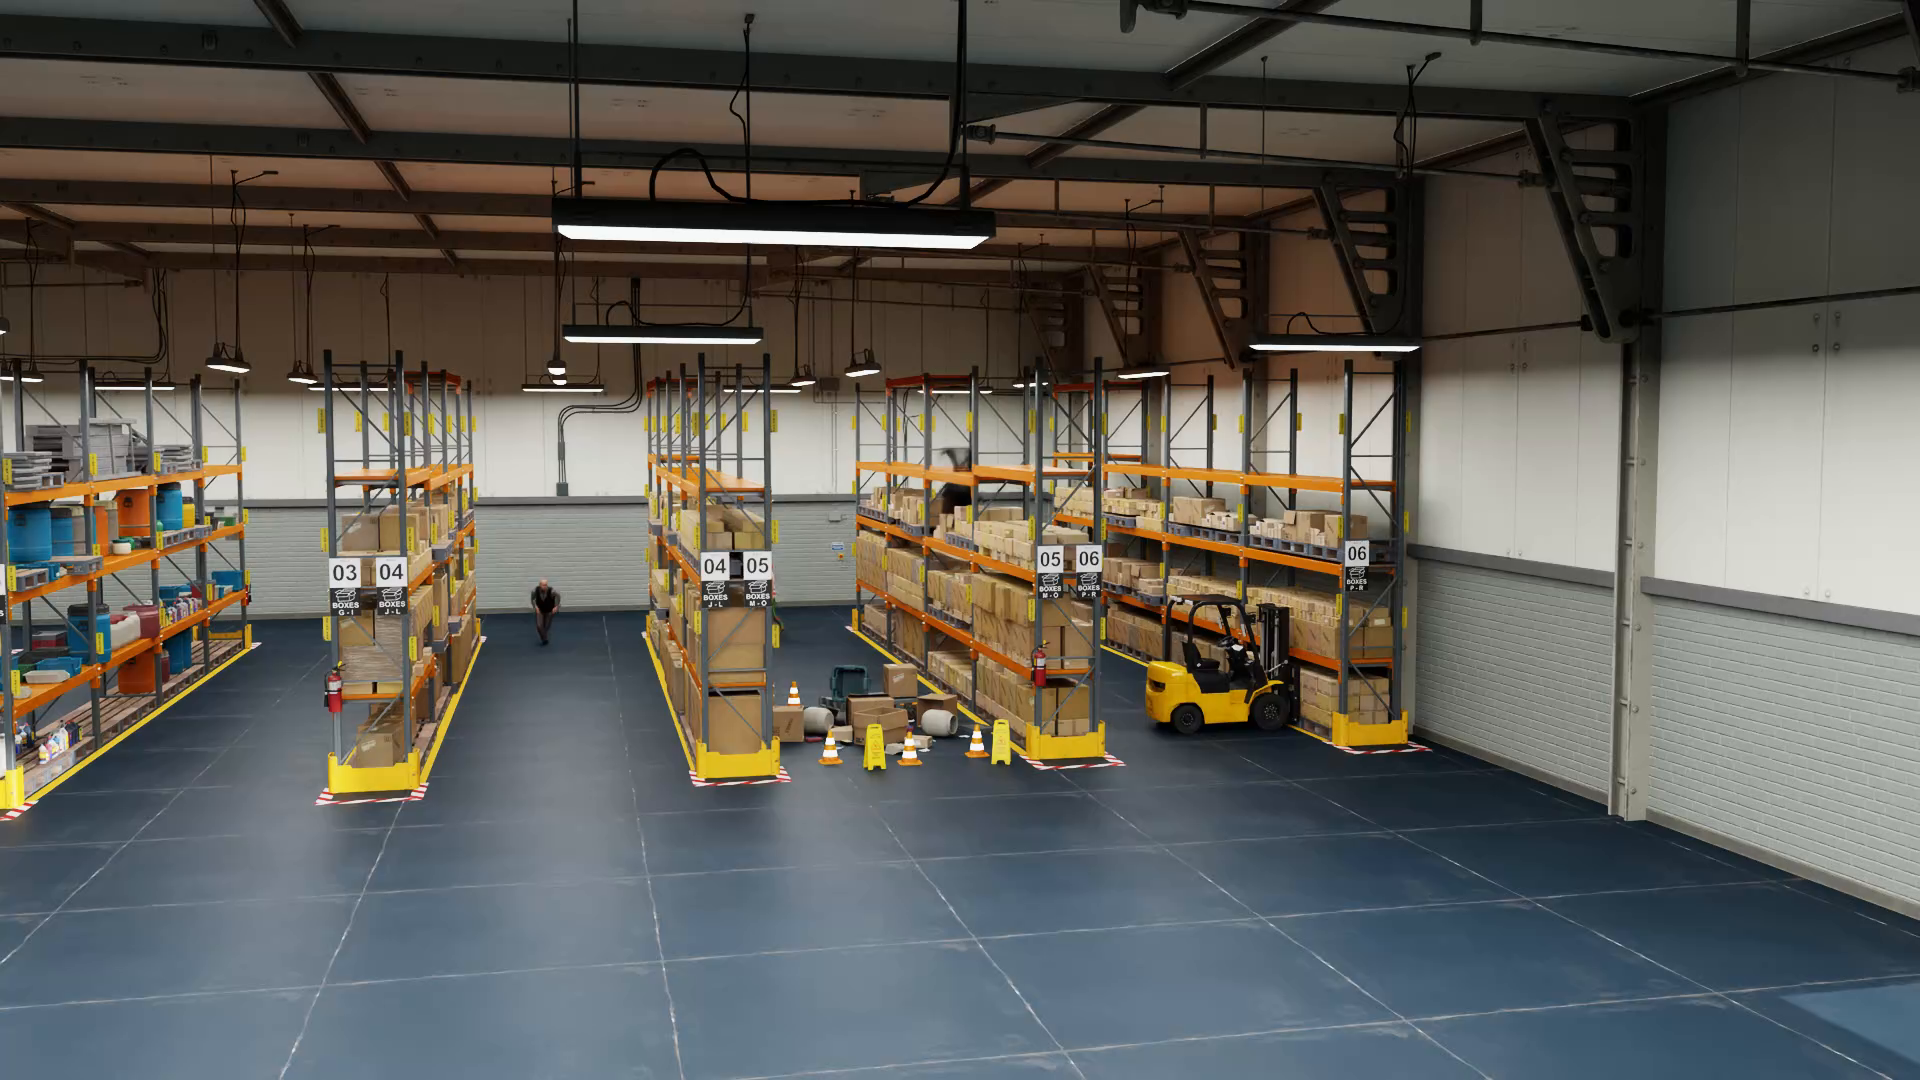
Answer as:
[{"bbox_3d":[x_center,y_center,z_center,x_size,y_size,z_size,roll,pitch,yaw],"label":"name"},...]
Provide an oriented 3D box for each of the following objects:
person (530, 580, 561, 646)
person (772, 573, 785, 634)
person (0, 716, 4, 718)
[{"bbox_3d":[-9.390,1.629,37.709,0.674,1.531,0.922,-1,4,-12],"label":"person"},{"bbox_3d":[-4.458,1.389,39.238,0.887,1.763,0.633,2,5,28],"label":"person"},{"bbox_3d":[-16.287,2.327,27.857,0.522,1.473,0.852,-3,5,-39],"label":"person"}]
